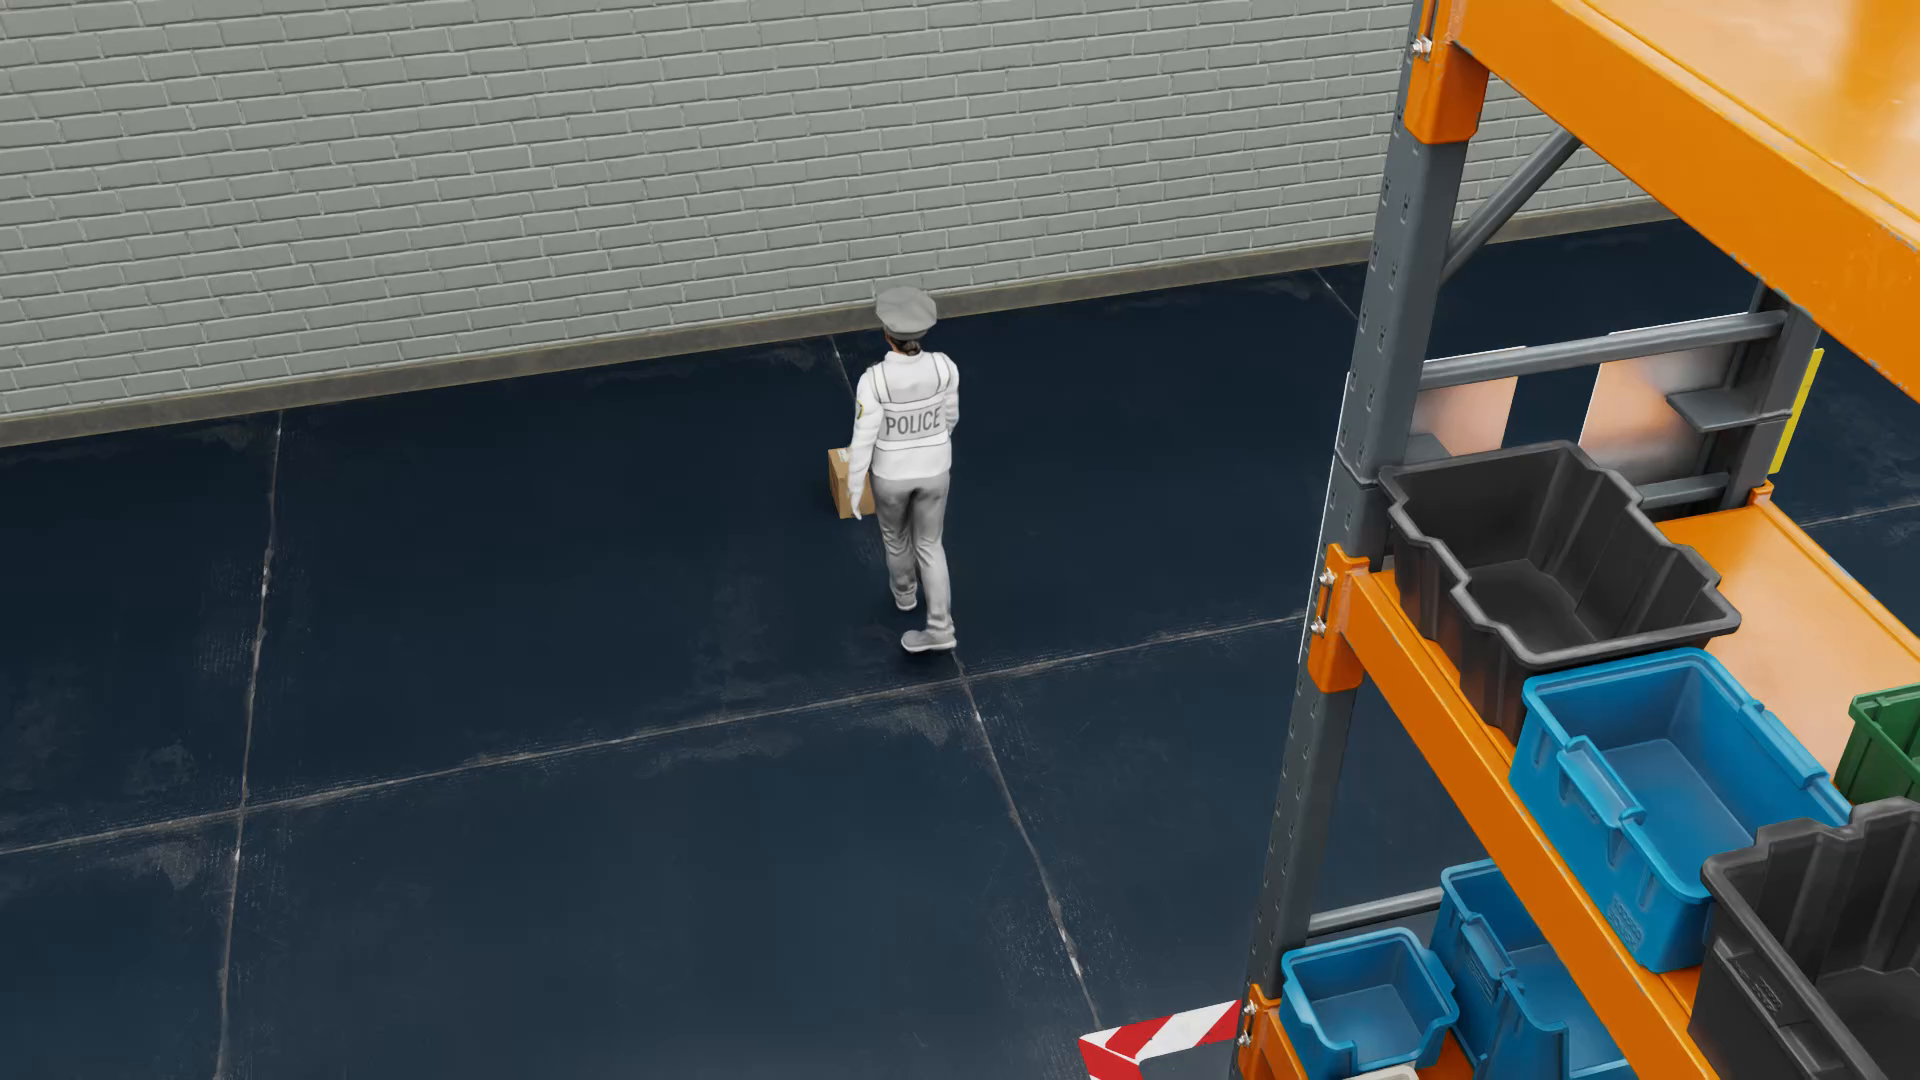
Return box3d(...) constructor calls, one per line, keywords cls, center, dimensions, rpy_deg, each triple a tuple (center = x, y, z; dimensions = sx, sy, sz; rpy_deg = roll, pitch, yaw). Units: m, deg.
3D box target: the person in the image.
box3d(cls="person", center=(-0.234, -0.279, 7.041), dimensions=(0.508, 1.670, 0.712), rpy_deg=(-8, 39, -10))
